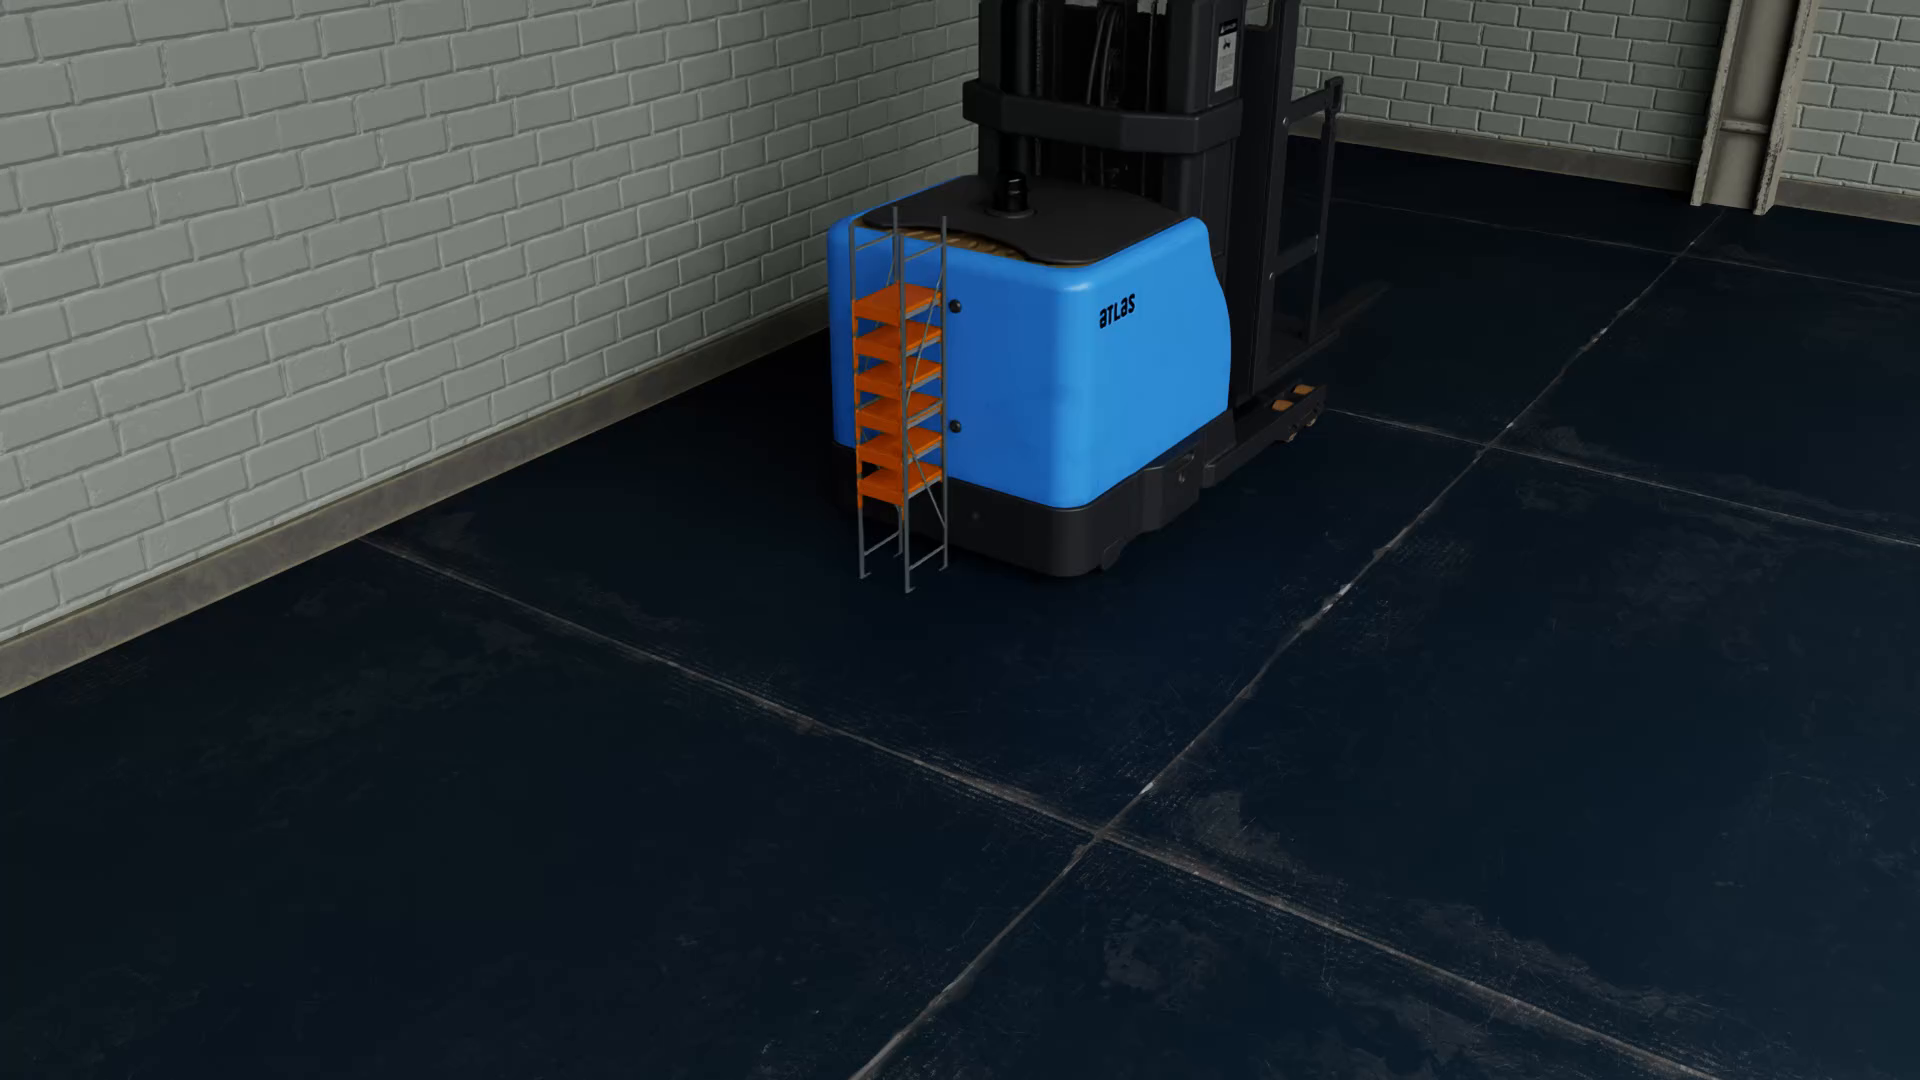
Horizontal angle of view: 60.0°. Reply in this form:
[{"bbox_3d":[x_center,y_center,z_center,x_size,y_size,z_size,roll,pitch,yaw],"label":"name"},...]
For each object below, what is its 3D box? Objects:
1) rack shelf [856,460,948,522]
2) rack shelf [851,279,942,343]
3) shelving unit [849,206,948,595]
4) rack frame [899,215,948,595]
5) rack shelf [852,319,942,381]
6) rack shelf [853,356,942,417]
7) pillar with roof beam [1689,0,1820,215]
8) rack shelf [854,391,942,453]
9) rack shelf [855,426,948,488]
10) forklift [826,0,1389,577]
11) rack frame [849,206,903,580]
[{"bbox_3d":[-0.186,-0.173,5.393,0.180,0.103,0.258,17,31,30],"label":"rack shelf"},{"bbox_3d":[-0.186,-0.707,5.121,0.180,0.103,0.258,17,31,30],"label":"rack shelf"},{"bbox_3d":[-0.186,-0.426,5.264,0.189,1.200,0.258,17,31,30],"label":"shelving unit"},{"bbox_3d":[-0.110,-0.403,5.219,0.006,1.200,0.240,17,31,30],"label":"rack frame"},{"bbox_3d":[-0.186,-0.600,5.176,0.180,0.103,0.258,17,31,30],"label":"rack shelf"},{"bbox_3d":[-0.186,-0.493,5.230,0.180,0.103,0.258,17,31,30],"label":"rack shelf"},{"bbox_3d":[1.991,-4.330,4.337,0.400,9.000,9.100,17,32,30],"label":"pillar with roof beam"},{"bbox_3d":[-0.186,-0.386,5.284,0.180,0.103,0.258,17,31,30],"label":"rack shelf"},{"bbox_3d":[-0.186,-0.279,5.339,0.180,0.103,0.258,17,31,30],"label":"rack shelf"},{"bbox_3d":[0.805,-1.801,6.057,1.130,2.935,3.031,18,32,31],"label":"forklift"},{"bbox_3d":[-0.262,-0.449,5.310,0.006,1.200,0.240,17,31,30],"label":"rack frame"}]
